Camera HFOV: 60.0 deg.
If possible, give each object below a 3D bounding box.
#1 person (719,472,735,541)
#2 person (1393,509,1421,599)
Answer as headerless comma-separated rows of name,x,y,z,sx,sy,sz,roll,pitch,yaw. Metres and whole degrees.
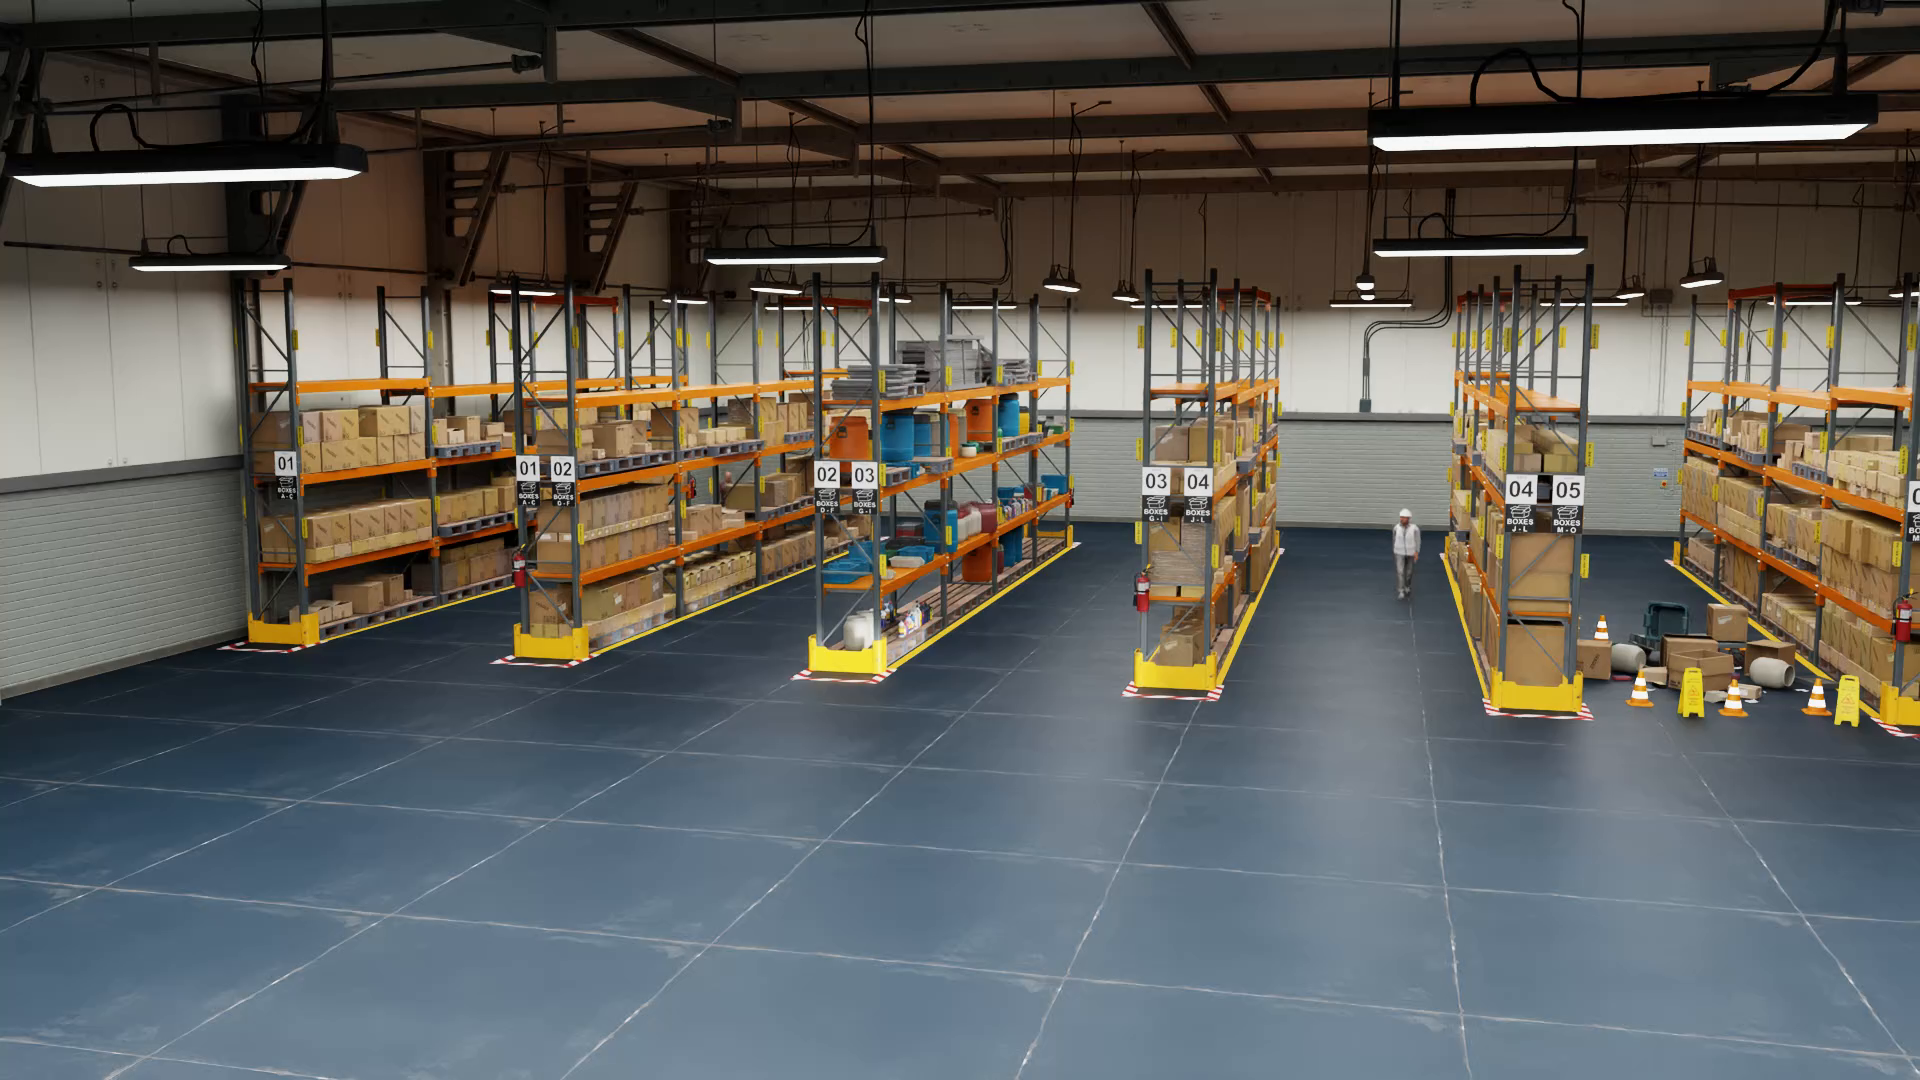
person,-5.823,-0.841,41.588,0.605,1.694,1.170,1,7,10
person,8.705,0.255,32.400,0.524,1.719,1.068,1,7,11
